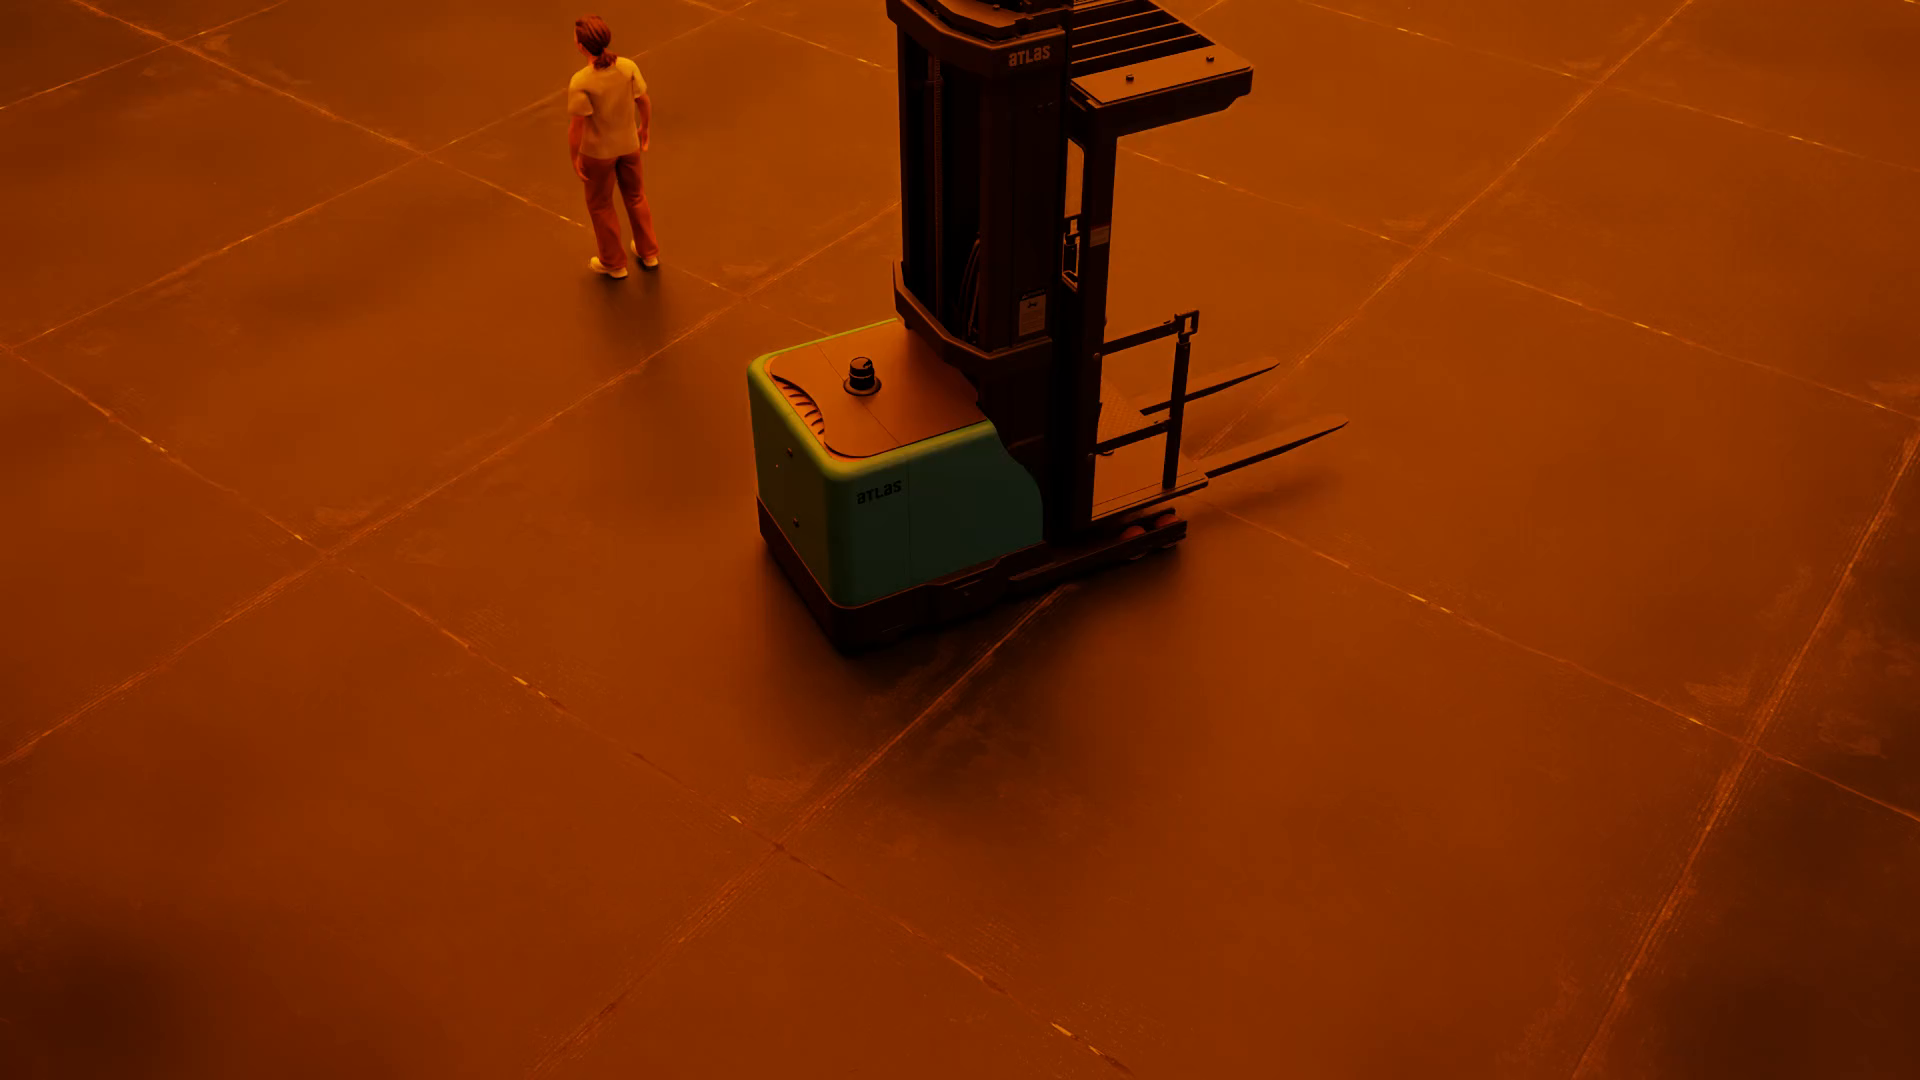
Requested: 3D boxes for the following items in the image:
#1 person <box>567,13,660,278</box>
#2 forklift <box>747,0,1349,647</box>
[{"bbox_3d":[-2.064,-2.294,9.742,0.538,1.687,0.482,-26,47,-27],"label":"person"},{"bbox_3d":[0.550,-1.304,7.603,3.031,2.935,1.130,-19,44,-21],"label":"forklift"}]
